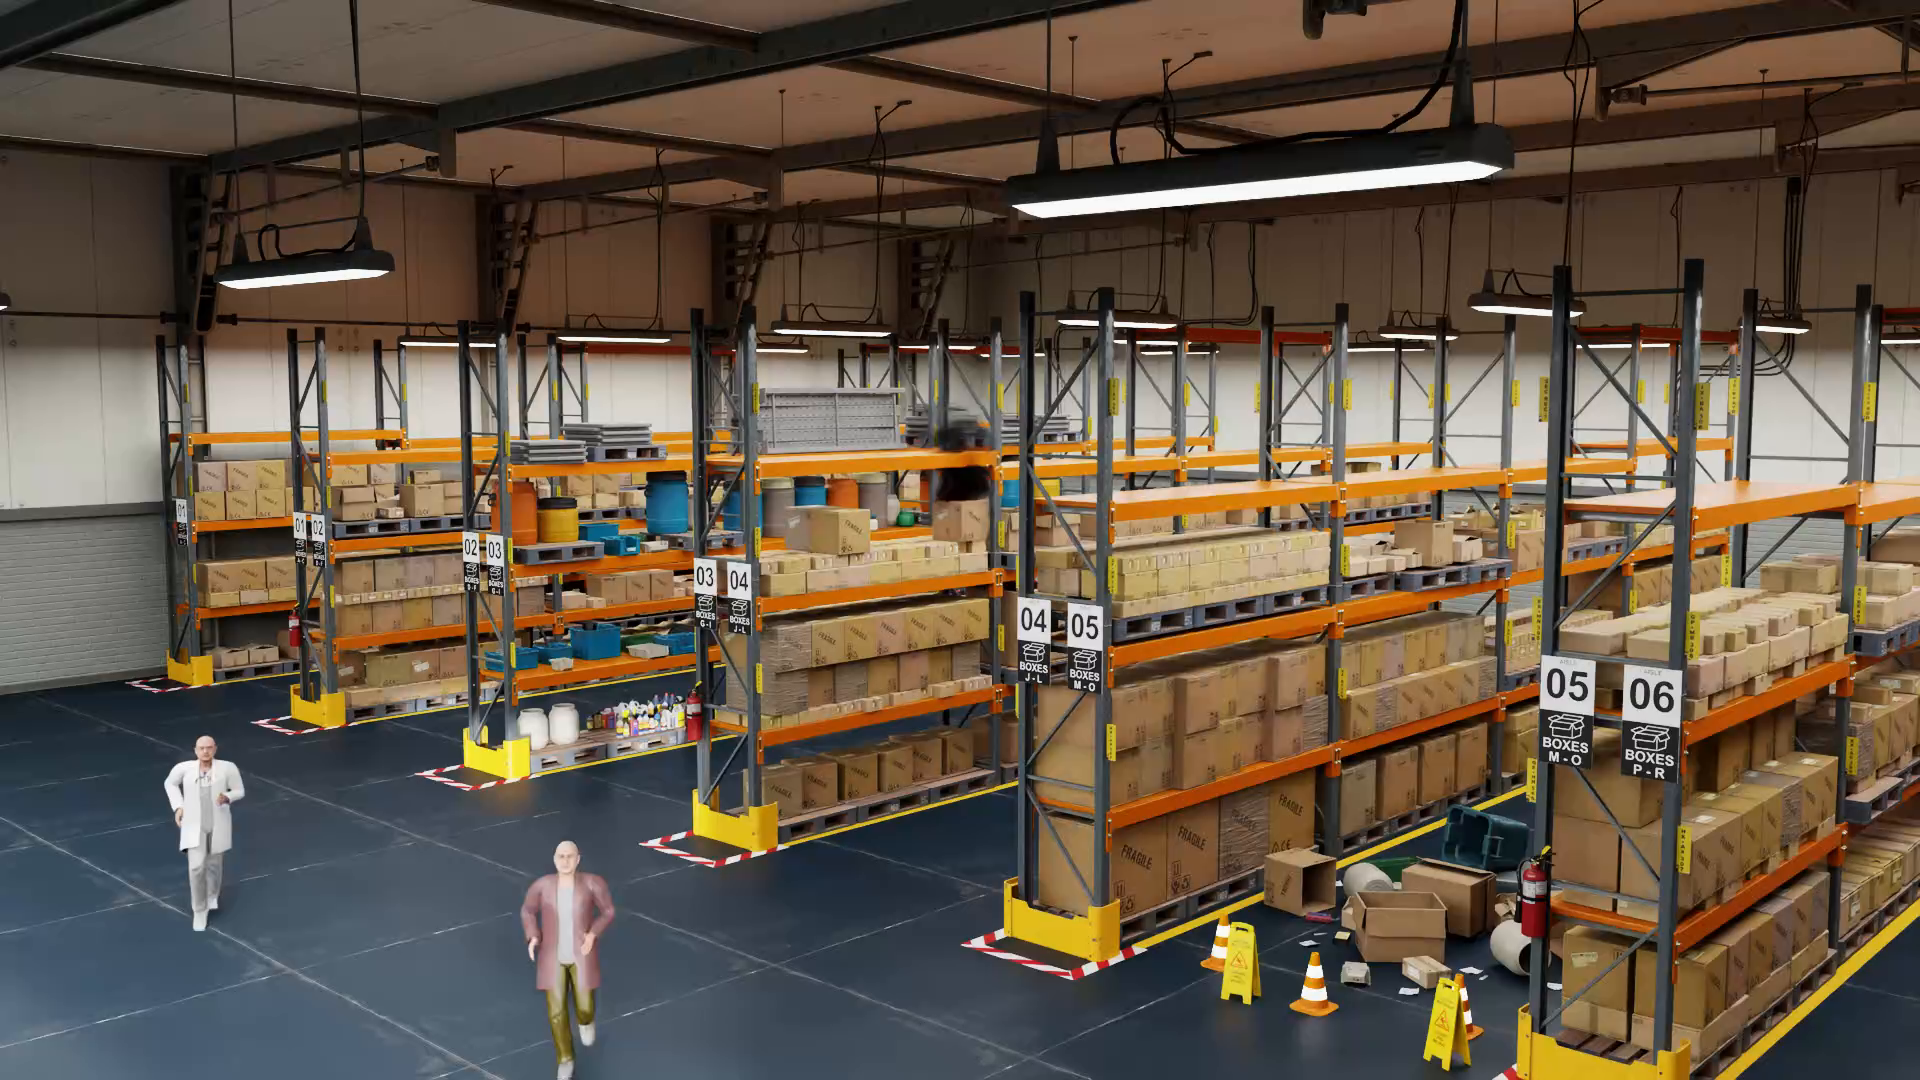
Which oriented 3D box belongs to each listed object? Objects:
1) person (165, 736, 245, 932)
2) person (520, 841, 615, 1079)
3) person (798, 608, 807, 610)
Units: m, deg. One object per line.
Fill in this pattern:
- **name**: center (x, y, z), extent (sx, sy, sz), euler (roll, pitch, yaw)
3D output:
- **person**: center (-7.231, 2.792, 15.974), extent (0.684, 1.849, 0.857), euler (-3, 6, -28)
- **person**: center (-2.962, 3.238, 12.554), extent (0.713, 1.503, 0.740), euler (-1, 5, -8)
- **person**: center (-2.737, 1.545, 29.191), extent (0.643, 1.836, 0.801), euler (4, 7, 38)
